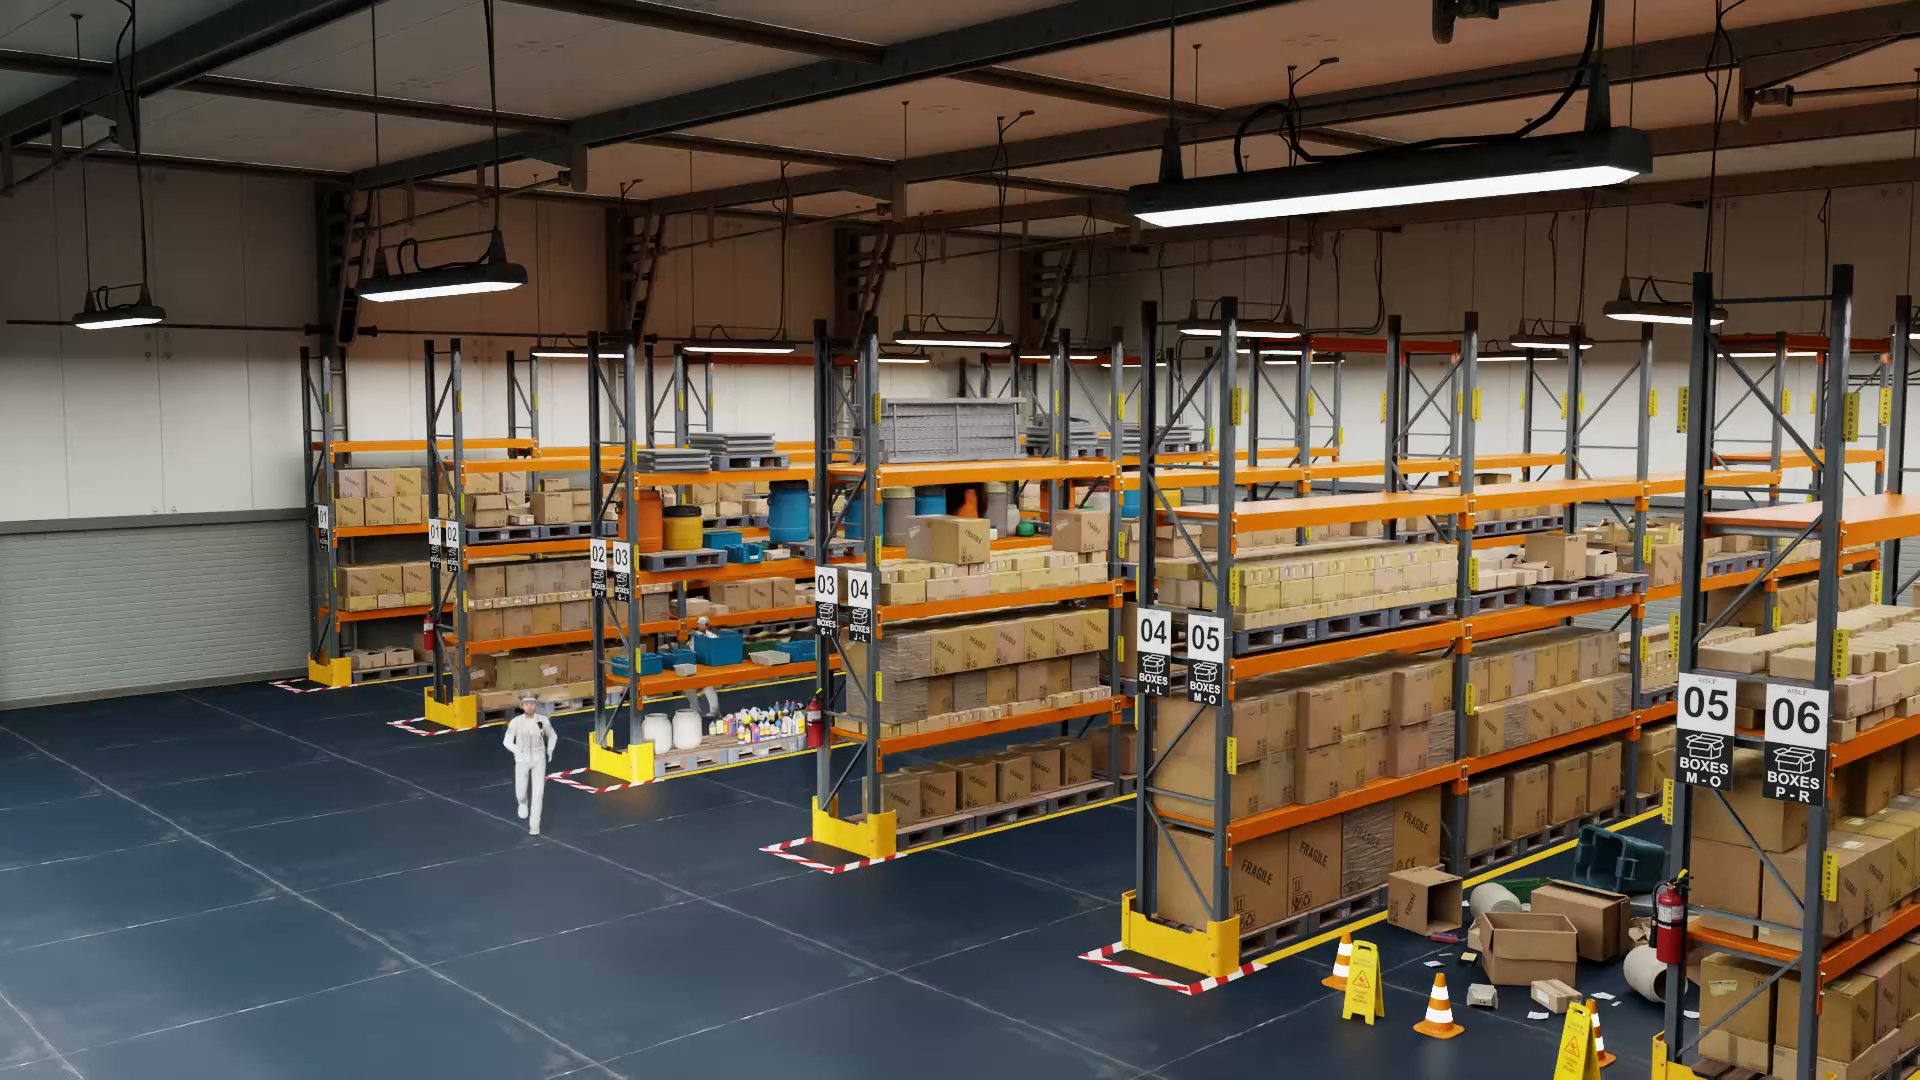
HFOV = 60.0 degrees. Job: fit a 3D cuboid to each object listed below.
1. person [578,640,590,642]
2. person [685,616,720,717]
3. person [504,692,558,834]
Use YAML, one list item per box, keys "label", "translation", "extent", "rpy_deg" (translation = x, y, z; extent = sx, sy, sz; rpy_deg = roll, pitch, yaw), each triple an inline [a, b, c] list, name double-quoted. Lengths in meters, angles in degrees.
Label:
- label: "person"
  translation: [-6.690, 1.753, 29.276]
  extent: [0.697, 1.683, 0.592]
  rpy_deg: [5, 7, 44]
- label: "person"
  translation: [-4.048, 2.049, 26.208]
  extent: [0.581, 1.711, 0.721]
  rpy_deg: [2, 5, 22]
- label: "person"
  translation: [-5.072, 2.605, 19.682]
  extent: [0.625, 1.652, 0.726]
  rpy_deg: [-2, 5, -17]
